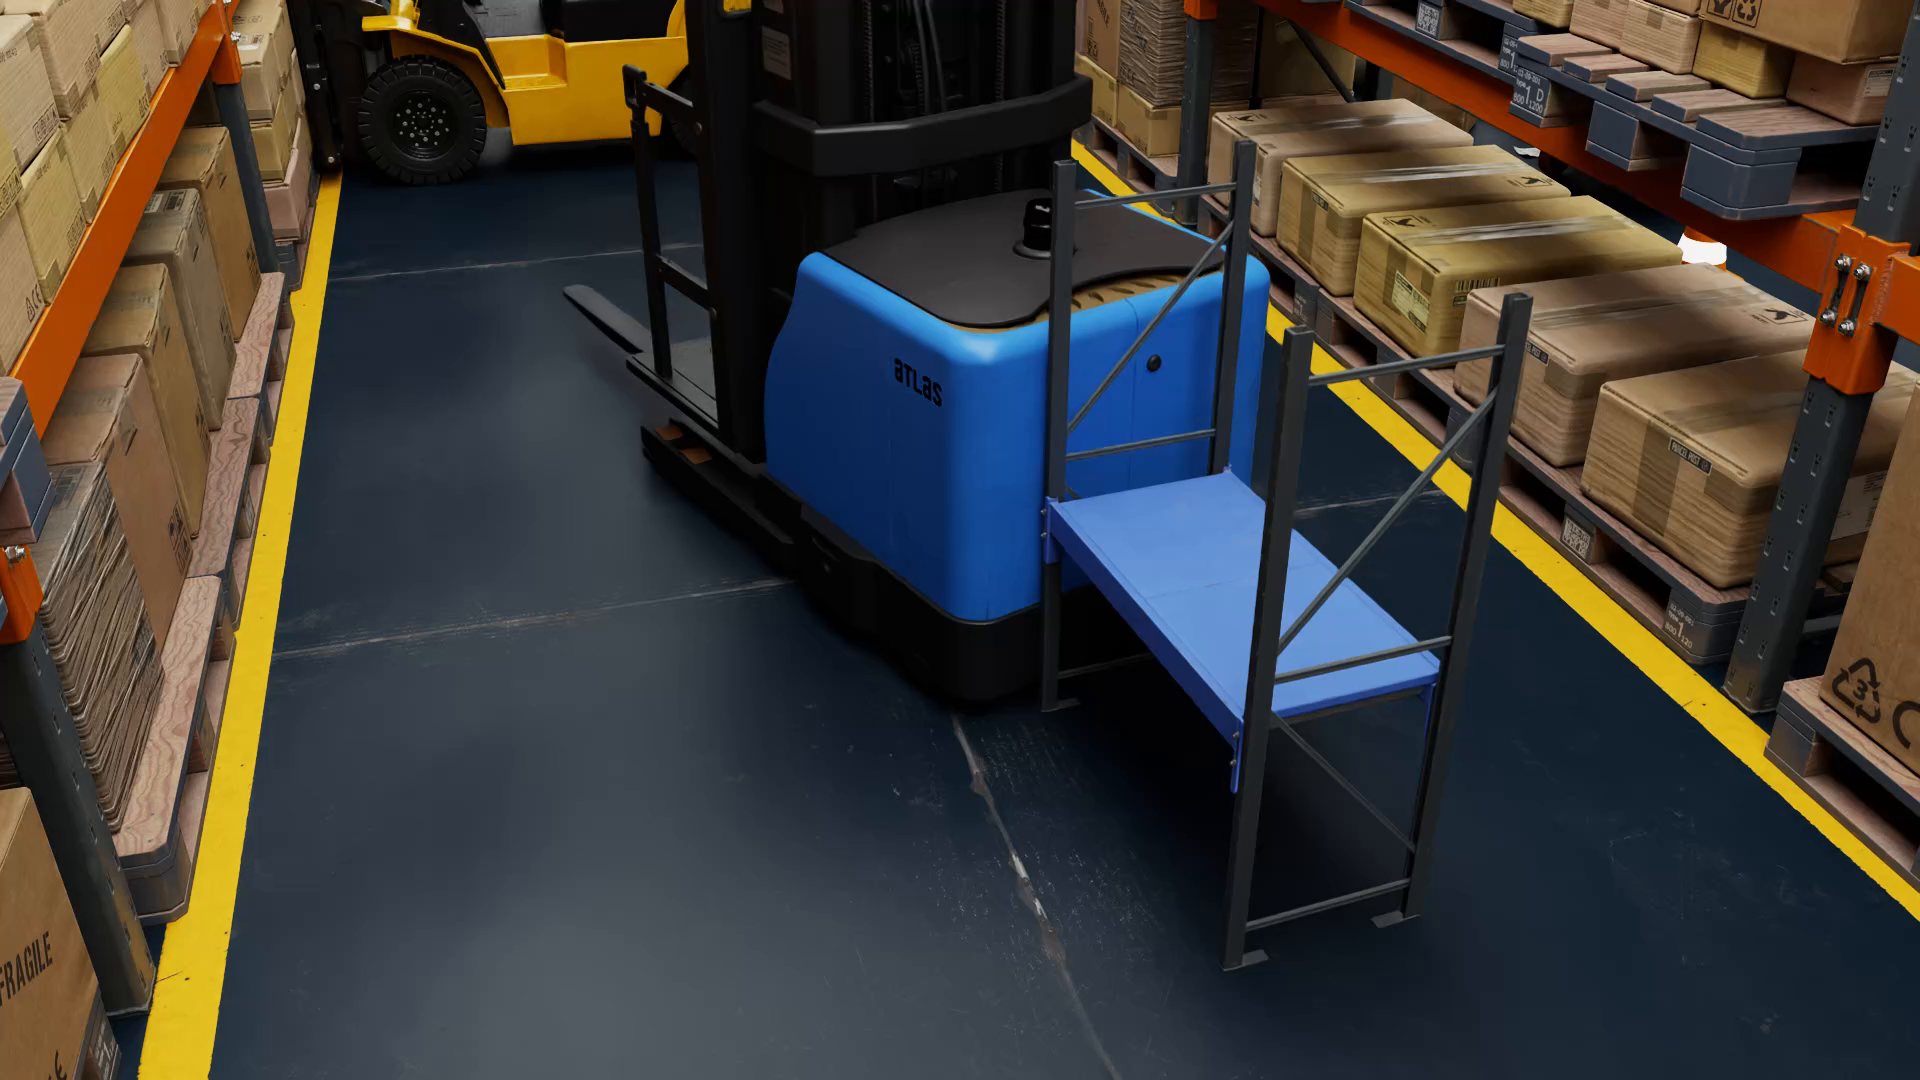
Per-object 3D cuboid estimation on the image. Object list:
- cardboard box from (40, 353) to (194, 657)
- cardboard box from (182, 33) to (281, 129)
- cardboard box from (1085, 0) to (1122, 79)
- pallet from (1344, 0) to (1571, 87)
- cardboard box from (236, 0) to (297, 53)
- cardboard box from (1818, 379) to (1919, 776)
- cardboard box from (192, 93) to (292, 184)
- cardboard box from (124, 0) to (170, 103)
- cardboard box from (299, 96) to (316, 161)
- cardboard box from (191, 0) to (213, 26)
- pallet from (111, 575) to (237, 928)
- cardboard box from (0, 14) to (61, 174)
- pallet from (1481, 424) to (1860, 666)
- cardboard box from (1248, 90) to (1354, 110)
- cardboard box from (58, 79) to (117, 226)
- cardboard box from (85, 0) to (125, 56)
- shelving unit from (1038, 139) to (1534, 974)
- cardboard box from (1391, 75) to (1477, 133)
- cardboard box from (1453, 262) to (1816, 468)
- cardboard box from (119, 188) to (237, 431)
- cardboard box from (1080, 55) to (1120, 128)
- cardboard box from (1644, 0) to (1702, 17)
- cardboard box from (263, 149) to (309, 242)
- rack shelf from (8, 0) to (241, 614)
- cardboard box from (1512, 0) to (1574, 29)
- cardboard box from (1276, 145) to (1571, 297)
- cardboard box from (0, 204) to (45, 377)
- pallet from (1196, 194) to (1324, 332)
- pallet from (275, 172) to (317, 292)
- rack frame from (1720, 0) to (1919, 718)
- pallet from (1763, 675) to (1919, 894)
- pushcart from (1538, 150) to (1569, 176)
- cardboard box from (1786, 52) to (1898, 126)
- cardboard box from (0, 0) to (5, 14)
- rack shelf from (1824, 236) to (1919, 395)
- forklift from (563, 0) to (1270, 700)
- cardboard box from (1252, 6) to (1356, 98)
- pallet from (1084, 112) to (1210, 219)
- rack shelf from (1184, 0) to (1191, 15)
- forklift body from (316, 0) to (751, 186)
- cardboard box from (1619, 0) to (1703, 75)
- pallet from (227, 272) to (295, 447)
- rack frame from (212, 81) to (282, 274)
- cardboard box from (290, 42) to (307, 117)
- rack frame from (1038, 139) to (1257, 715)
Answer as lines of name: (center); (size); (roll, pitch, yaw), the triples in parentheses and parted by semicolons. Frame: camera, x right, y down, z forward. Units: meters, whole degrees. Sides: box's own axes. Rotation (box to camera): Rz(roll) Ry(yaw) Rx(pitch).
cardboard box: (-2.547, -0.031, 4.260); (0.875, 0.625, 0.625); (-7, 31, -12)
cardboard box: (-3.101, -1.891, 6.850); (0.500, 0.250, 0.500); (-8, 31, -14)
cardboard box: (0.957, -2.665, 8.437); (0.500, 0.500, 0.500); (-7, 31, -12)
pallet: (2.006, -1.789, 5.537); (1.003, 0.211, 1.213); (-8, 31, -13)
cardboard box: (-3.370, -2.378, 7.692); (0.500, 0.250, 0.500); (-7, 31, -12)
cardboard box: (2.675, 0.161, 3.679); (0.875, 0.875, 0.875); (-8, 31, -14)
cardboard box: (-3.106, -1.674, 6.974); (0.500, 0.250, 0.500); (-8, 31, -14)
cardboard box: (-2.648, -1.432, 4.879); (0.500, 0.250, 0.500); (-8, 31, -13)
cardboard box: (-3.385, -1.950, 7.950); (0.500, 0.250, 0.500); (-7, 31, -12)
cardboard box: (-2.889, -1.918, 5.719); (0.500, 0.250, 0.500); (-7, 31, -12)
pallet: (-2.394, 0.545, 4.098); (1.003, 0.211, 1.213); (-8, 31, -13)
cardboard box: (-2.227, -0.900, 3.460); (0.500, 0.250, 0.500); (-7, 31, -12)
pallet: (2.365, -0.092, 5.198); (1.003, 0.211, 1.213); (-8, 31, -13)
cardboard box: (1.613, -2.166, 8.323); (0.500, 0.250, 0.500); (-9, 31, -16)
cardboard box: (-2.368, -0.933, 4.017); (0.500, 0.250, 0.500); (-9, 31, -15)
cardboard box: (-2.509, -1.398, 4.322); (0.500, 0.250, 0.500); (-7, 31, -13)
shelving unit: (0.626, 0.005, 3.743); (0.538, 1.500, 1.048); (-11, 32, -18)
cardboard box: (2.537, -2.471, 9.017); (0.500, 0.500, 0.500); (13, 32, 21)
cardboard box: (2.227, -0.595, 5.488); (0.950, 0.372, 0.625); (-8, 31, -14)
cardboard box: (-2.927, -0.719, 5.449); (0.875, 0.625, 0.625); (-8, 31, -14)
cardboard box: (0.943, -2.350, 8.642); (0.500, 0.250, 0.500); (-9, 31, -15)
cardboard box: (2.035, -1.706, 4.387); (0.500, 0.500, 0.500); (-8, 31, -14)
cardboard box: (-3.084, -1.461, 7.105); (0.500, 0.250, 0.500); (-8, 31, -13)
rack shelf: (-2.744, -0.914, 4.553); (1.077, 0.370, 4.000); (-8, 31, -13)
cardboard box: (1.861, -1.610, 4.870); (0.380, 0.149, 0.250); (-7, 31, -12)
cardboard box: (1.845, -1.298, 6.702); (0.950, 0.372, 0.625); (-6, 31, -10)
cardboard box: (-2.095, -0.441, 3.168); (0.500, 0.250, 0.500); (-8, 31, -13)
pallet: (1.718, -1.270, 7.234); (1.003, 0.211, 1.213); (-8, 31, -13)
pallet: (-3.446, -1.374, 7.413); (1.003, 0.211, 1.213); (-8, 31, -13)
rack frame: (2.571, -0.921, 3.847); (1.000, 3.000, 0.127); (-8, 31, -13)
pallet: (2.708, 0.677, 3.870); (1.003, 0.211, 1.213); (-8, 31, -13)
pushcart: (3.695, -2.045, 8.407); (1.648, 0.377, 0.936); (-20, 35, -30)
cardboard box: (2.257, -1.121, 4.024); (0.380, 0.149, 0.250); (-7, 31, -11)
cardboard box: (-2.261, -1.150, 3.496); (0.380, 0.149, 0.250); (-8, 31, -13)
rack shelf: (3.102, 0.356, 2.358); (1.077, 0.370, 4.000); (-8, 31, -13)
forklift: (-0.417, -1.535, 4.976); (1.130, 2.935, 3.031); (-19, 35, -30)
cardboard box: (1.613, -2.490, 8.135); (0.500, 0.500, 0.500); (-6, 31, -11)
pallet: (1.297, -1.966, 8.436); (1.003, 0.211, 1.213); (-8, 31, -13)
rack shelf: (0.979, -3.508, 9.034); (1.077, 0.370, 4.000); (-8, 31, -13)
forklift body: (-2.074, -3.082, 8.428); (2.313, 2.155, 1.214); (-8, 31, -13)
cardboard box: (2.006, -1.357, 4.431); (0.380, 0.149, 0.250); (-8, 31, -14)
pallet: (-3.042, -0.634, 6.134); (1.003, 0.211, 1.213); (-8, 31, -13)
rack frame: (-3.275, -2.191, 6.041); (1.000, 3.000, 0.127); (-8, 31, -13)
cardboard box: (-3.364, -2.161, 7.816); (0.500, 0.250, 0.500); (-8, 31, -14)
rack frame: (0.448, -0.233, 4.156); (0.500, 1.500, 0.032); (-11, 32, -18)
